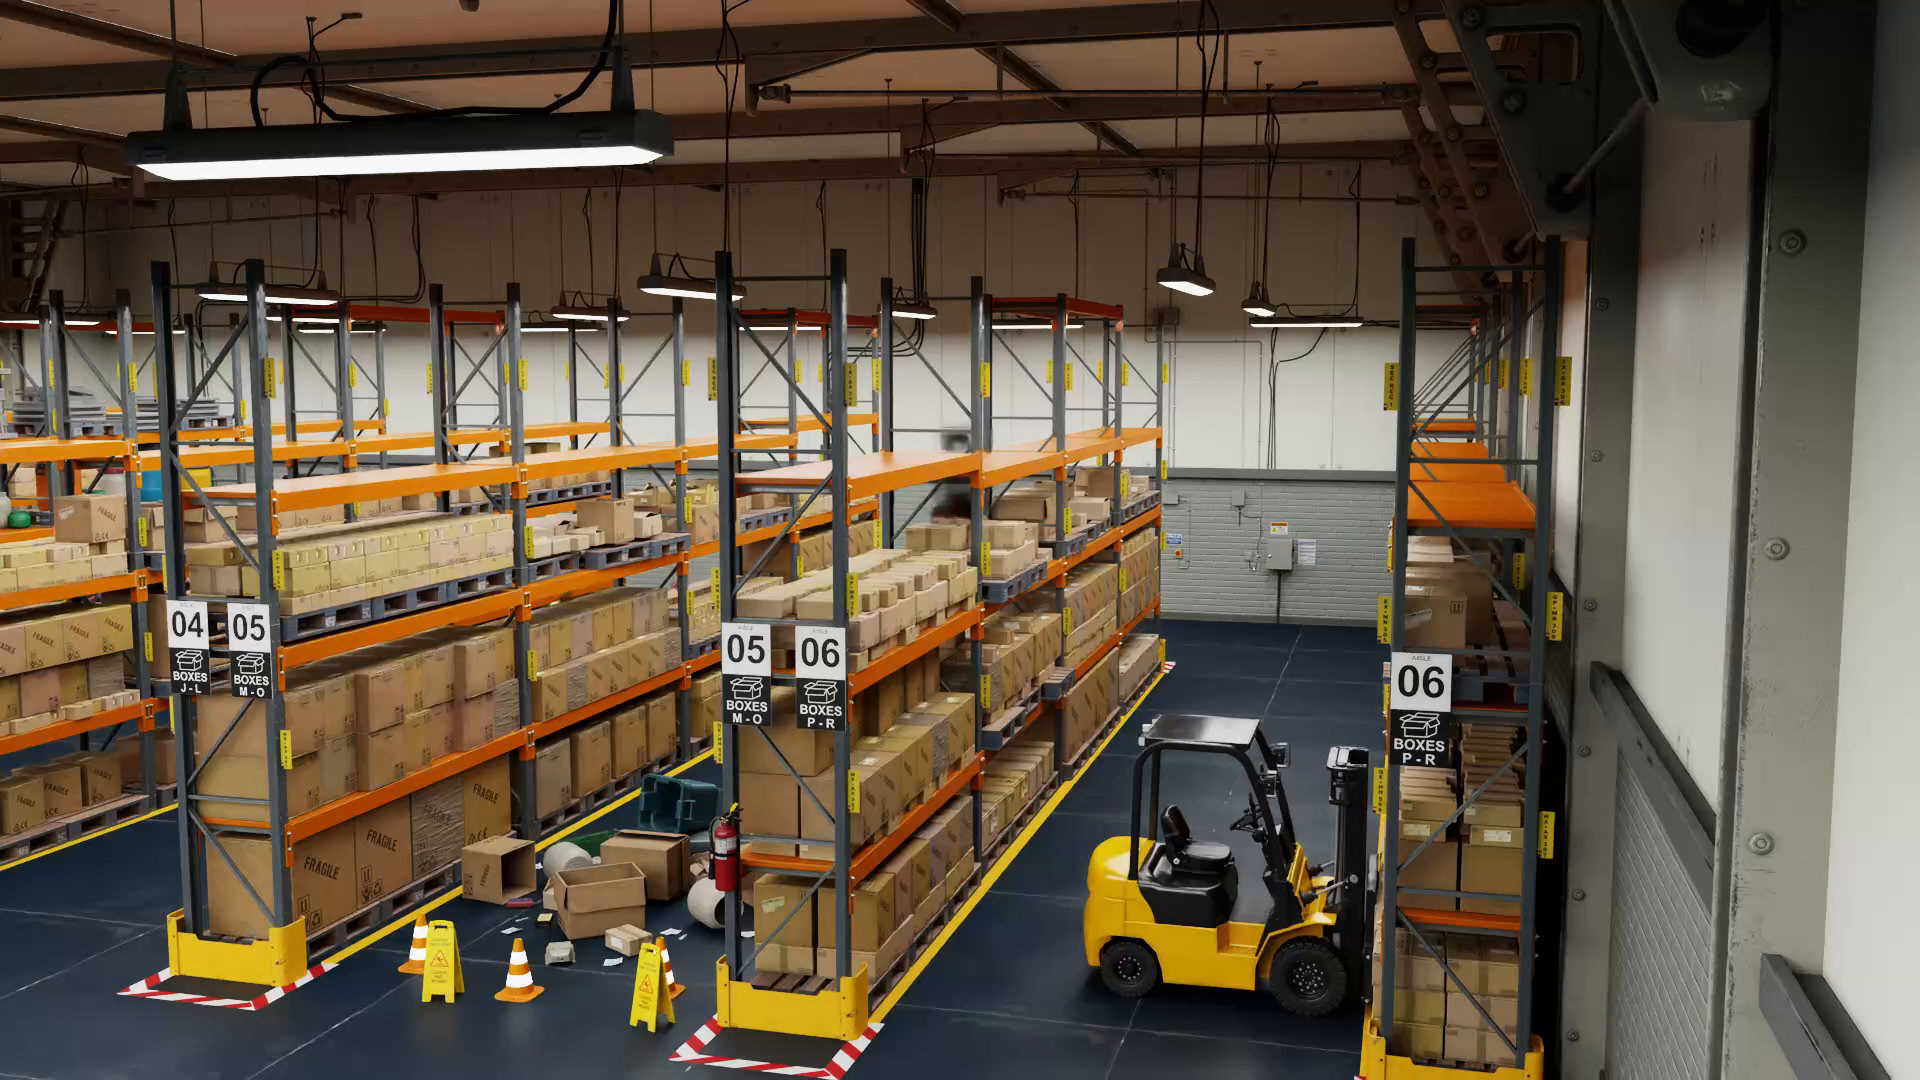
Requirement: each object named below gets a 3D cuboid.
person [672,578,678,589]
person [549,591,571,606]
[{"bbox_3d":[-4.558,1.564,26.845,0.711,1.533,0.731,2,6,18],"label":"person"},{"bbox_3d":[-6.158,1.555,25.958,0.691,1.757,0.894,1,6,8],"label":"person"}]
